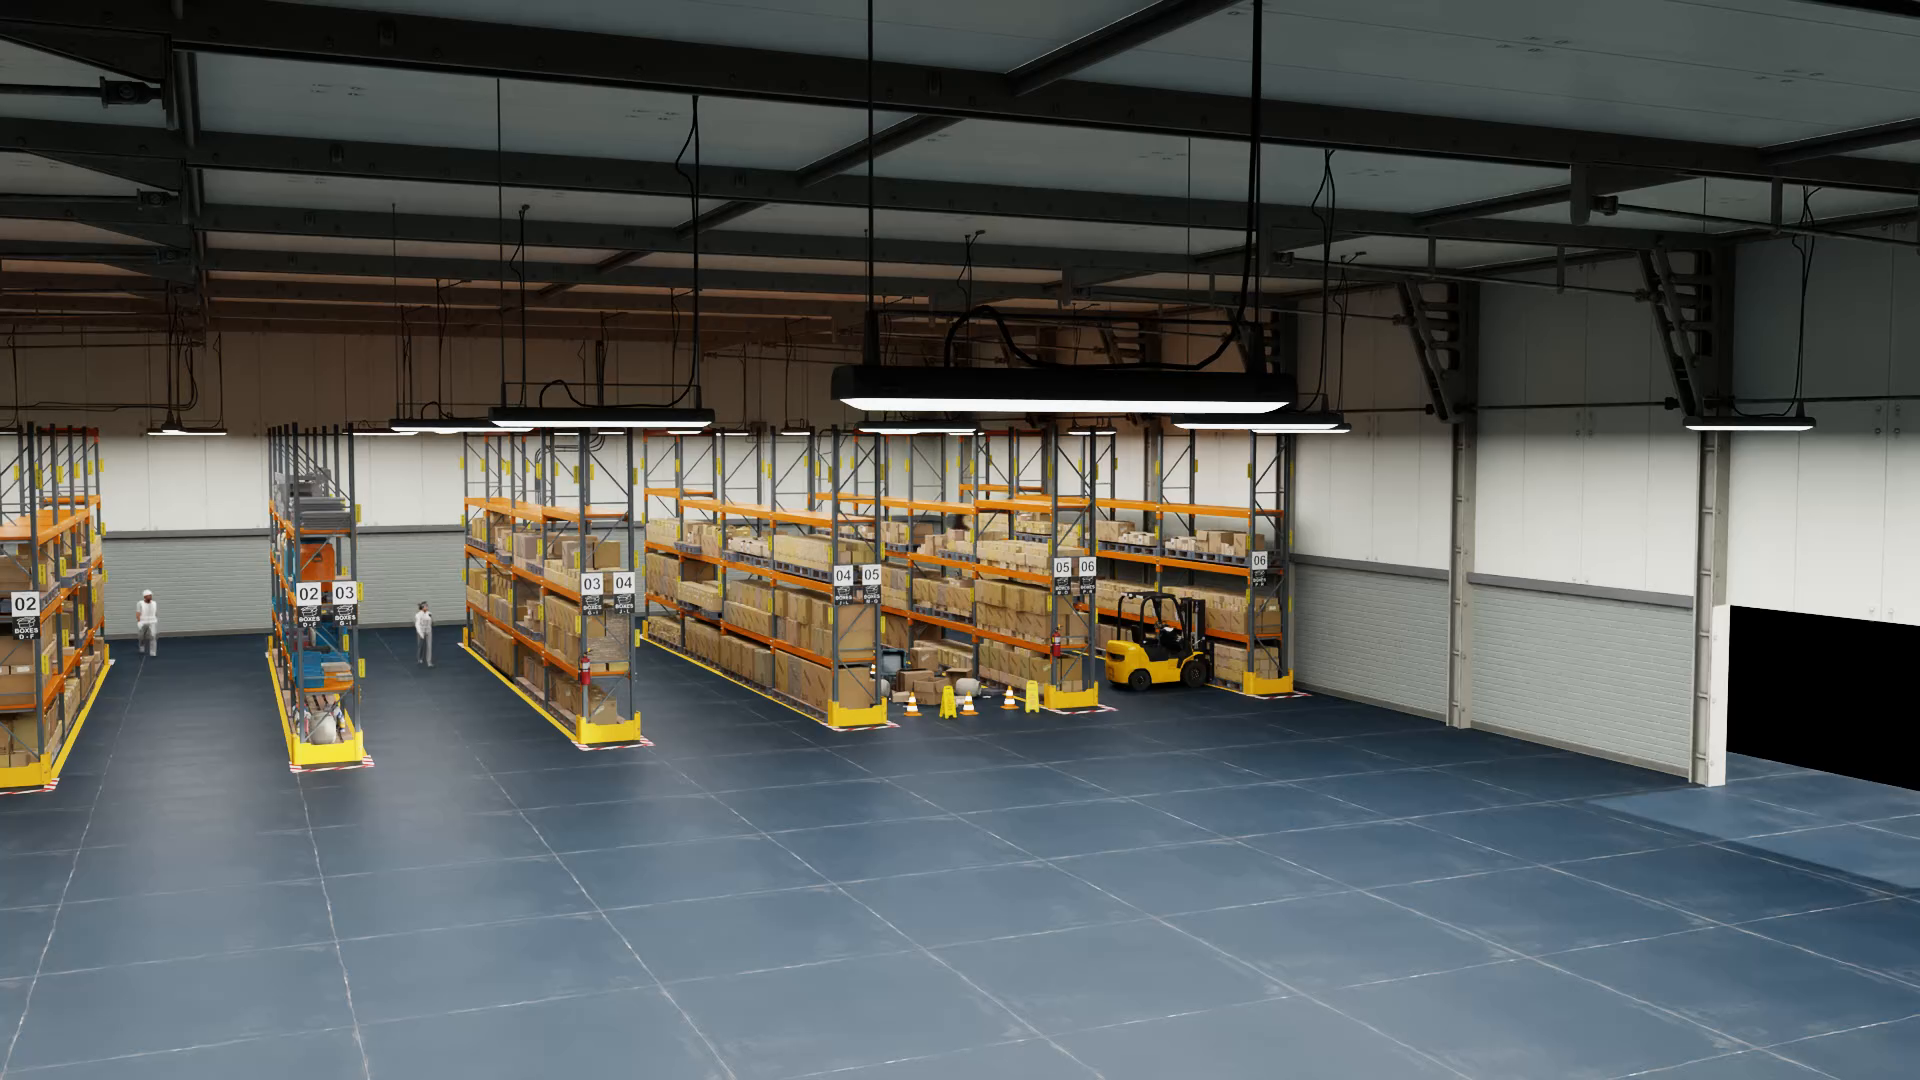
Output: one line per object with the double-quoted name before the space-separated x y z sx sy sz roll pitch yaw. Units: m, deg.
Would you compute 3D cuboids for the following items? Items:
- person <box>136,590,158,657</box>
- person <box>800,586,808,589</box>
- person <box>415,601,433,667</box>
"person" -21.350 2.180 43.678 0.504 1.737 0.923 -2 4 -26
"person" -4.739 1.754 51.261 0.520 1.660 0.759 1 4 14
"person" -13.462 2.342 41.777 0.436 1.642 0.960 -2 4 -26
